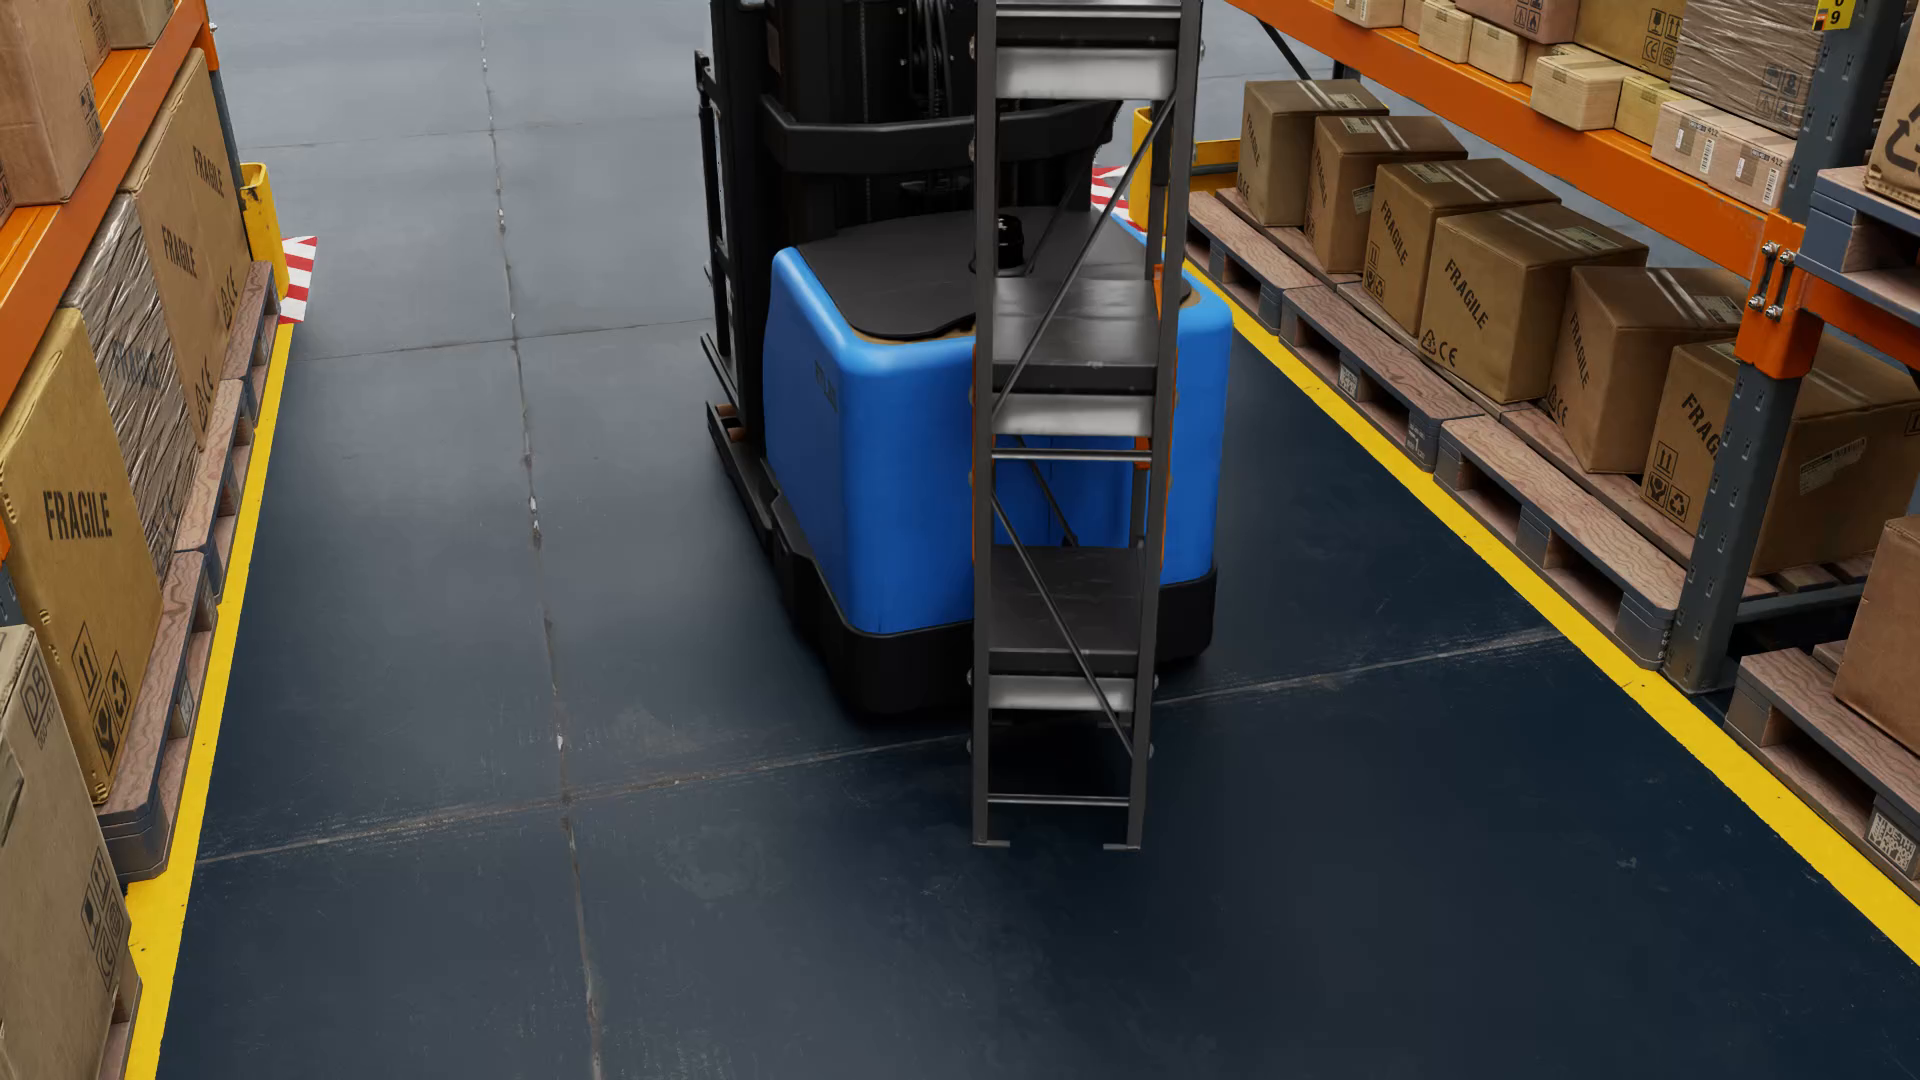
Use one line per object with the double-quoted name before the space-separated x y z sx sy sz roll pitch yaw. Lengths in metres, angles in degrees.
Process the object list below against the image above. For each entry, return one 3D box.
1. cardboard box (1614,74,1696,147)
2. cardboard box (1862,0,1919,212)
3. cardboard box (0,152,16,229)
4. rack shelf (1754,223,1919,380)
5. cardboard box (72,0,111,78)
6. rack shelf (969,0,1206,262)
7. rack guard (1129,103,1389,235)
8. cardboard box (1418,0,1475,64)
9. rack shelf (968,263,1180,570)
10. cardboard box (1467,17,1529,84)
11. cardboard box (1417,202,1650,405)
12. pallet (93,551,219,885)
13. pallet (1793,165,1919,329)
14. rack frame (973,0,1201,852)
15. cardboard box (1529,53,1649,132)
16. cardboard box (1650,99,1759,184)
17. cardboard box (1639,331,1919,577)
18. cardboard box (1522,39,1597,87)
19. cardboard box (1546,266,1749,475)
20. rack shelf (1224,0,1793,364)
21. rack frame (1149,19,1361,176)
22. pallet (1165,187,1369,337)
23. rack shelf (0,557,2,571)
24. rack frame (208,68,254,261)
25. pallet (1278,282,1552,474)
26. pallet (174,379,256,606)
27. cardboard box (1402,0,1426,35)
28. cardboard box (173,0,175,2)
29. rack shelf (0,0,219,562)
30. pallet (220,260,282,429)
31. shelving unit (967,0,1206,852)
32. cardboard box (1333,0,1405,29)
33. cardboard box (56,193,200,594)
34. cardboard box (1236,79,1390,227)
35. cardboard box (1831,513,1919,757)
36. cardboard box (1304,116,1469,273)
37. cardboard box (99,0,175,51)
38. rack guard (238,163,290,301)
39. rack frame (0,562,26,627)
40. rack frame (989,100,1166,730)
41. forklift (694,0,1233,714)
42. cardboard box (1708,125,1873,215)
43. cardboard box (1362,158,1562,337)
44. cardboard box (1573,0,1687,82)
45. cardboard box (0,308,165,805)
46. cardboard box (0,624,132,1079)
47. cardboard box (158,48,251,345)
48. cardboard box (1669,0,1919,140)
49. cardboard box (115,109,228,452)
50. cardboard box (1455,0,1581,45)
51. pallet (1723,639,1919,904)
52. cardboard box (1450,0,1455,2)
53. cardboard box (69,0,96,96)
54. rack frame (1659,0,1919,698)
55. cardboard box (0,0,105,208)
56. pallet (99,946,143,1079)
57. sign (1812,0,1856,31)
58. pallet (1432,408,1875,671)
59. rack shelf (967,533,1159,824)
"cardboard box" 2.032 -1.172 4.532 0.380 0.149 0.250 -8 31 -13
"cardboard box" 2.514 -1.005 2.973 1.000 1.000 1.000 -8 31 -13
"cardboard box" -2.648 -0.859 3.590 0.875 0.550 0.550 -8 31 -13
"rack shelf" 2.969 0.312 2.435 1.077 0.370 4.000 -8 31 -13
"cardboard box" -3.095 -1.629 4.920 0.875 0.550 0.550 -8 31 -13
"rack shelf" 0.242 -0.888 3.319 0.431 0.518 0.480 1 30 2
"rack guard" 1.397 -1.779 7.824 1.175 0.500 0.348 -8 31 -13
"cardboard box" 1.714 -1.648 5.354 0.380 0.149 0.250 -8 31 -13
"rack shelf" 0.242 -0.283 3.669 0.431 0.518 0.480 1 30 2
"cardboard box" 1.814 -1.532 5.153 0.380 0.149 0.250 -8 31 -13
"cardboard box" 1.971 -0.829 5.764 0.500 0.500 0.500 -11 32 -18
"pallet" -2.497 0.474 4.220 1.003 0.211 1.213 -8 31 -13
"pallet" 2.501 -0.494 3.301 1.003 0.211 1.213 -8 31 -13
"rack frame" 0.231 -0.172 3.451 0.400 2.100 0.015 1 30 2
"cardboard box" 1.858 -1.278 4.715 0.380 0.149 0.250 -8 31 -13
"cardboard box" 2.041 -1.044 4.309 0.380 0.149 0.250 -8 31 -13
"cardboard box" 2.371 -0.264 4.788 0.500 0.500 0.500 -9 31 -15
"cardboard box" 1.919 -1.417 4.954 0.380 0.149 0.250 -8 31 -13
"cardboard box" 2.211 -0.540 5.264 0.500 0.500 0.500 2 30 3
"rack shelf" 1.908 -1.620 5.773 1.077 0.370 4.000 -8 31 -13
"rack frame" 1.377 -2.897 7.262 1.000 3.000 0.127 -8 31 -13
"pallet" 1.578 -1.257 7.211 1.003 0.211 1.213 -8 31 -13
"rack shelf" -1.840 0.922 1.380 1.077 0.370 4.000 -8 31 -13
"rack frame" -3.432 -2.287 6.207 1.000 3.000 0.127 -8 31 -13
"pallet" 1.899 -0.669 6.195 1.003 0.211 1.213 -8 31 -13
"pallet" -2.824 -0.116 5.240 1.003 0.211 1.213 -8 31 -13
"cardboard box" 1.721 -1.779 5.580 0.380 0.149 0.250 -8 31 -13
"cardboard box" -3.290 -2.179 5.870 0.875 0.550 0.550 -8 31 -13
"rack shelf" -2.901 -1.009 4.718 1.077 0.370 4.000 -8 31 -13
"pallet" -3.145 -0.704 6.256 1.003 0.211 1.213 -8 31 -13
"shelving unit" 0.242 -0.294 3.662 0.431 2.100 0.503 1 30 2
"cardboard box" 1.527 -1.882 5.758 0.380 0.149 0.250 -8 31 -13
"cardboard box" -2.713 -0.365 4.588 0.875 0.875 0.875 -8 31 -13
"cardboard box" 1.526 -1.694 7.258 0.500 0.500 0.500 -2 30 -4
"cardboard box" 2.581 0.225 3.923 0.700 0.500 0.500 -10 32 -17
"cardboard box" 1.718 -1.409 6.767 0.500 0.500 0.500 0 30 0
"cardboard box" -3.123 -1.916 5.416 0.875 0.550 0.550 -8 31 -13
"rack guard" -3.439 -1.217 6.853 1.175 0.500 0.348 -8 31 -13
"rack frame" -2.371 -0.355 2.869 1.000 3.000 0.127 -8 31 -13
"rack frame" 0.252 -0.417 3.873 0.400 2.100 0.015 1 30 2
"forklift" -0.243 -1.542 4.987 1.130 2.935 3.031 -9 31 -16
"cardboard box" 2.098 -0.922 4.099 0.380 0.149 0.250 -8 31 -13
"cardboard box" 1.866 -1.105 6.240 0.500 0.500 0.500 -5 30 -9
"cardboard box" 2.280 -1.609 4.639 0.875 0.500 0.500 -8 31 -13
"cardboard box" -2.470 0.070 3.837 0.875 0.875 0.875 -7 31 -13
"cardboard box" -2.119 0.725 2.830 1.050 0.750 0.750 -8 31 -14
"cardboard box" -3.189 -1.230 6.083 0.875 0.875 0.875 -8 31 -13
"cardboard box" 2.379 -1.363 4.214 0.875 0.500 0.500 -8 31 -13
"cardboard box" -2.953 -0.806 5.349 0.875 0.875 0.875 -8 31 -14
"cardboard box" 2.050 -1.837 5.033 0.875 0.500 0.500 -8 31 -13
"pallet" 2.646 0.617 3.973 1.003 0.211 1.213 -8 31 -13
"cardboard box" 1.957 -2.084 5.460 0.875 0.500 0.500 -8 31 -13
"cardboard box" -2.915 -1.378 4.487 0.875 0.550 0.500 -8 31 -13
"rack frame" 2.438 -0.966 3.924 1.000 3.000 0.127 -8 31 -13
"cardboard box" -2.678 -1.135 4.068 0.875 0.550 0.550 -8 31 -13
"pallet" -2.093 1.215 2.941 1.003 0.211 1.213 -8 31 -13
"sign" 1.917 -1.264 3.576 0.100 0.325 0.005 -8 31 -13
"pallet" 2.226 -0.078 5.175 1.003 0.211 1.213 -8 31 -13
"rack shelf" 0.241 0.323 4.020 0.431 0.518 0.480 1 30 2
